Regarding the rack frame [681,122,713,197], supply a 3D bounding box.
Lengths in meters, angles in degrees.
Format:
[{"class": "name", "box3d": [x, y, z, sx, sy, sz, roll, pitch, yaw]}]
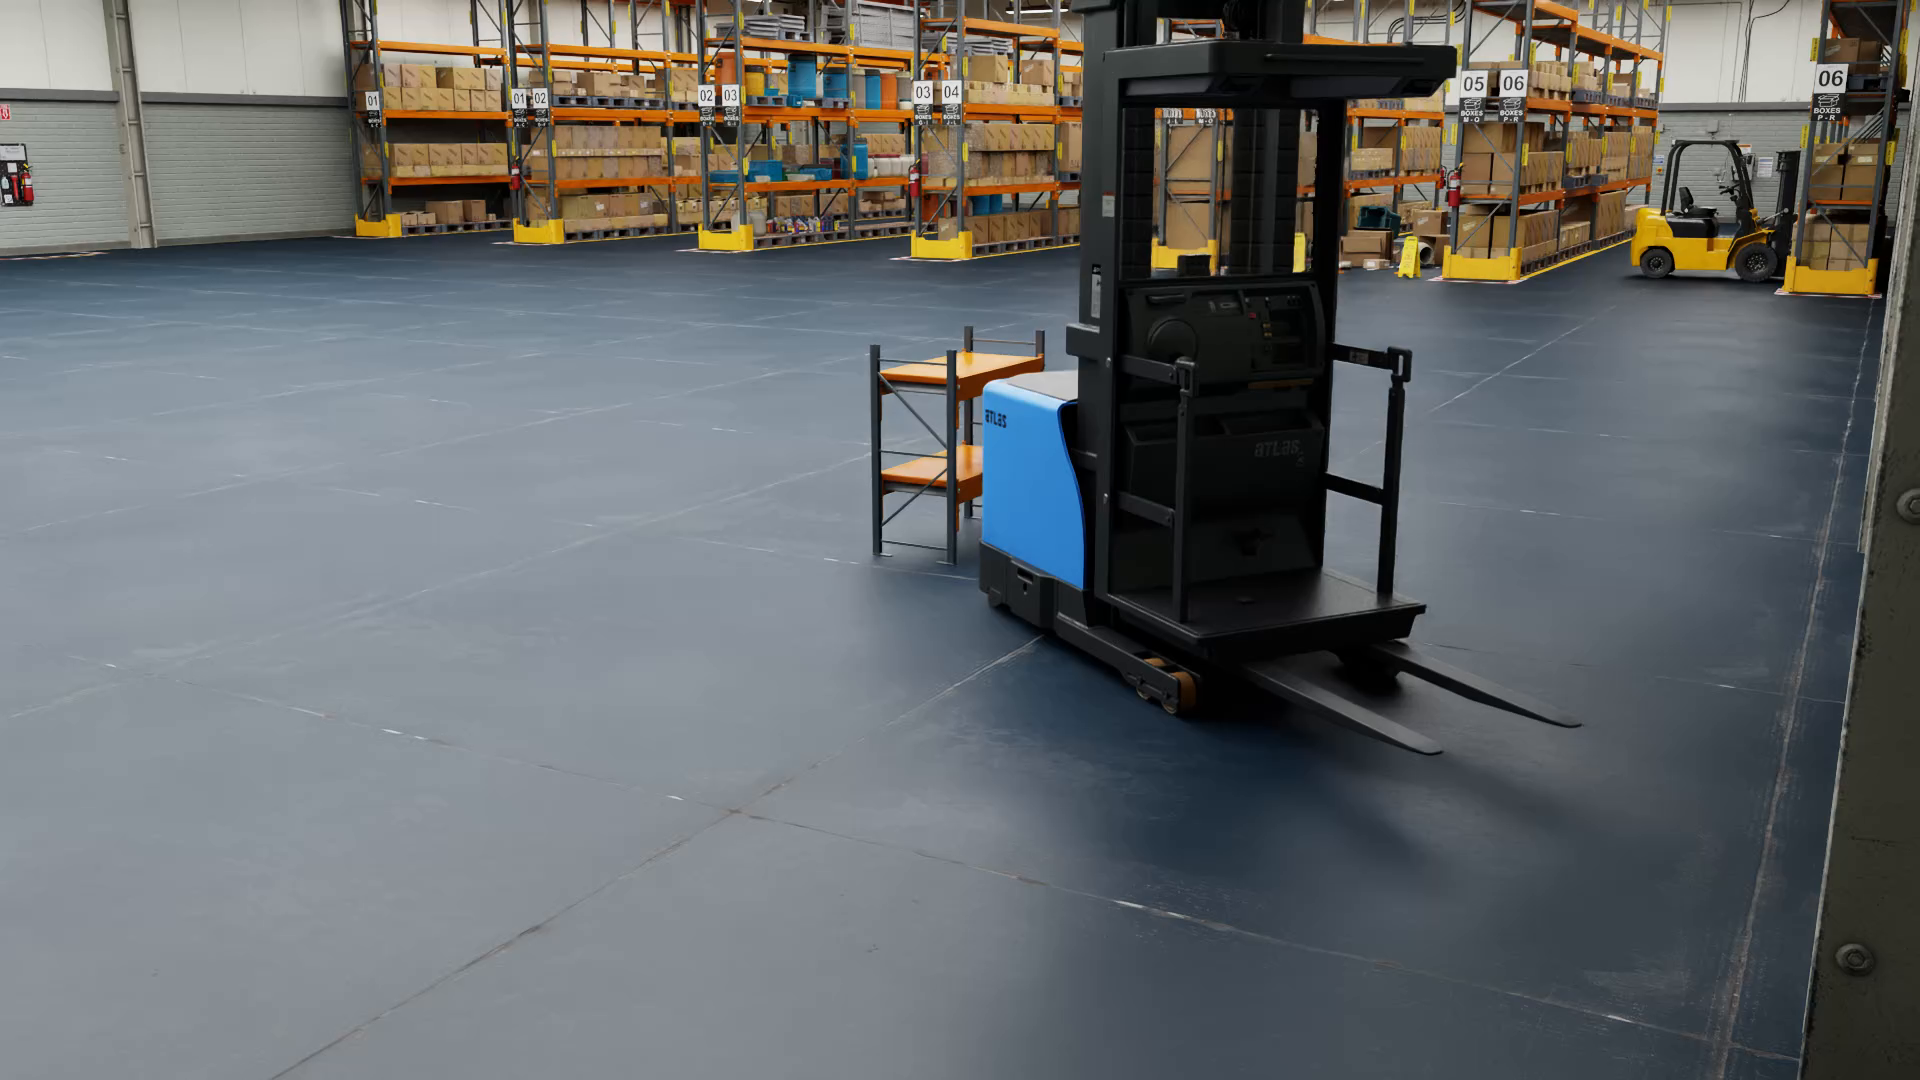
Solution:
[{"class": "rack frame", "box3d": [-7.591, -10.897, 48.028, 1.000, 3.000, 0.127, 7, 15, 28]}]

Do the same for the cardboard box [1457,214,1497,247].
[{"class": "cardboard box", "box3d": [8.450, -5.054, 27.165, 0.500, 0.500, 0.500, 7, 15, 28]}]

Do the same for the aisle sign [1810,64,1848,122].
[{"class": "aisle sign", "box3d": [12.349, -6.351, 23.623, 0.394, 0.787, 0.004, 7, 15, 28]}]

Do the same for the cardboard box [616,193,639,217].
[{"class": "cardboard box", "box3d": [-7.644, -7.603, 37.736, 0.500, 0.500, 0.500, 7, 15, 28]}]

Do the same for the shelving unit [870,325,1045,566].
[{"class": "shelving unit", "box3d": [0.003, -0.548, 9.102, 0.538, 1.125, 1.048, 7, 15, 28]}]

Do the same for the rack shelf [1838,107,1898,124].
[{"class": "rack shelf", "box3d": [17.472, -8.227, 32.088, 1.077, 0.370, 4.000, 7, 15, 28]}]

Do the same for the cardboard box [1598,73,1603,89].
[{"class": "cardboard box", "box3d": [13.412, -9.654, 35.361, 0.500, 0.500, 0.500, 7, 15, 27]}]

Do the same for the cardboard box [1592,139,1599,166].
[{"class": "cardboard box", "box3d": [11.942, -7.435, 31.925, 0.500, 0.500, 0.500, 7, 15, 27]}]

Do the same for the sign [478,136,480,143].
[{"class": "sign", "box3d": [-11.946, -9.881, 41.342, 0.100, 0.325, 0.005, 7, 15, 28]}]

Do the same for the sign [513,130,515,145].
[{"class": "sign", "box3d": [-9.522, -8.617, 35.594, 0.100, 0.325, 0.005, 7, 15, 28]}]

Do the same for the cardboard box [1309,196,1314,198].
[{"class": "cardboard box", "box3d": [7.877, -7.334, 36.085, 0.500, 0.250, 0.500, 7, 15, 27]}]

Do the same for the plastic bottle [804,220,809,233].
[{"class": "plastic bottle", "box3d": [-3.259, -6.669, 35.374, 0.097, 0.271, 0.097, 0, 14, 0]}]

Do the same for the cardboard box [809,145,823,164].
[{"class": "cardboard box", "box3d": [-4.053, -10.220, 44.110, 0.700, 0.500, 0.500, 3, 14, 14]}]

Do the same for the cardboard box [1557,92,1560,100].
[{"class": "cardboard box", "box3d": [10.038, -7.589, 28.443, 0.380, 0.149, 0.250, 8, 15, 29]}]

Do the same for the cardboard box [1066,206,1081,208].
[{"class": "cardboard box", "box3d": [2.652, -7.019, 36.338, 0.700, 0.500, 0.500, 9, 16, 33]}]

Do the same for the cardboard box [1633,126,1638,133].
[{"class": "cardboard box", "box3d": [14.842, -9.132, 36.975, 0.380, 0.149, 0.250, 7, 15, 28]}]

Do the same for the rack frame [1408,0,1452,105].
[{"class": "rack frame", "box3d": [11.644, -12.368, 41.328, 1.000, 3.000, 0.127, 7, 15, 28]}]

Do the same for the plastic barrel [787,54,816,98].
[{"class": "plastic barrel", "box3d": [-3.361, -9.847, 35.308, 0.600, 0.901, 0.708, 7, 15, 28]}]

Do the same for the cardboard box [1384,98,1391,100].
[{"class": "cardboard box", "box3d": [9.431, -10.276, 37.944, 0.700, 0.500, 0.500, 7, 15, 28]}]

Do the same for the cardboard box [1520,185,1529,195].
[{"class": "cardboard box", "box3d": [8.945, -5.651, 26.805, 0.380, 0.149, 0.250, 7, 15, 26]}]

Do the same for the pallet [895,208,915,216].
[{"class": "pallet", "box3d": [-1.741, -9.622, 48.690, 1.003, 0.211, 1.213, 7, 15, 28]}]

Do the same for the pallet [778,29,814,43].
[{"class": "pallet", "box3d": [-3.749, -10.340, 34.173, 1.003, 0.211, 1.213, 7, 15, 28]}]

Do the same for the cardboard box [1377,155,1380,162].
[{"class": "cardboard box", "box3d": [9.187, -8.539, 37.251, 0.380, 0.149, 0.250, 6, 15, 25]}]

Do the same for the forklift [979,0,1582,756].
[{"class": "forklift", "box3d": [1.176, -0.867, 6.570, 1.130, 2.935, 3.031, -6, 15, -25]}]

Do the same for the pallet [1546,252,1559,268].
[{"class": "pallet", "box3d": [9.931, -4.952, 29.318, 1.003, 0.211, 1.213, 7, 15, 28]}]

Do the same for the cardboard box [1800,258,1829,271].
[{"class": "cardboard box", "box3d": [12.589, -4.067, 24.667, 0.500, 0.250, 0.500, 7, 15, 28]}]

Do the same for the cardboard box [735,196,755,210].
[{"class": "cardboard box", "box3d": [-5.470, -8.413, 41.500, 0.500, 0.311, 0.500, 7, 15, 27]}]

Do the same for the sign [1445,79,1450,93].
[{"class": "sign", "box3d": [12.120, -11.273, 41.298, 0.100, 0.325, 0.005, 7, 15, 28]}]

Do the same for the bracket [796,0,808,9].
[{"class": "bracket", "box3d": [-4.999, -16.910, 52.491, 0.235, 0.232, 0.430, 7, 15, 28]}]

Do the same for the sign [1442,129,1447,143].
[{"class": "sign", "box3d": [12.120, -10.101, 41.581, 0.100, 0.325, 0.005, 7, 15, 28]}]

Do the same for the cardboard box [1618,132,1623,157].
[{"class": "cardboard box", "box3d": [13.590, -8.296, 34.894, 0.500, 0.500, 0.500, 8, 16, 30]}]

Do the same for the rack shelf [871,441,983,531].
[{"class": "rack shelf", "box3d": [0.003, -0.311, 9.160, 0.538, 0.278, 1.000, 7, 15, 28]}]

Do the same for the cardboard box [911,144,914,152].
[{"class": "cardboard box", "box3d": [-1.537, -11.466, 48.040, 0.500, 0.500, 0.500, 8, 16, 30]}]

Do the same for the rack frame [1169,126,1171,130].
[{"class": "rack frame", "box3d": [5.417, -9.213, 41.044, 1.000, 3.000, 0.127, 7, 15, 28]}]

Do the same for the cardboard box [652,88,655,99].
[{"class": "cardboard box", "box3d": [-8.624, -12.233, 46.016, 0.700, 0.500, 0.500, 7, 15, 28]}]

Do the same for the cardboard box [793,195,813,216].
[{"class": "cardboard box", "box3d": [-4.221, -8.786, 43.666, 0.500, 0.500, 0.500, 7, 15, 27]}]

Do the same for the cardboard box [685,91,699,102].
[{"class": "cardboard box", "box3d": [-6.551, -10.523, 39.500, 0.500, 0.250, 0.500, 6, 15, 23]}]

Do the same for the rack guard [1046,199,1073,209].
[{"class": "rack guard", "box3d": [3.015, -9.386, 47.096, 1.175, 0.500, 0.348, 7, 15, 28]}]

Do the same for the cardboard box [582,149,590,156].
[{"class": "cardboard box", "box3d": [-8.305, -8.452, 36.287, 0.380, 0.149, 0.250, 7, 15, 27]}]

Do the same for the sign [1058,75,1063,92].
[{"class": "sign", "box3d": [2.028, -9.222, 33.576, 0.100, 0.325, 0.005, 7, 15, 28]}]

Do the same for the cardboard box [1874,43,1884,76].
[{"class": "cardboard box", "box3d": [13.538, -7.261, 25.217, 0.797, 0.503, 0.637, 8, 16, 30]}]

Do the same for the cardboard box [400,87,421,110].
[{"class": "cardboard box", "box3d": [-12.721, -10.098, 38.058, 0.500, 0.500, 0.500, 9, 16, 32]}]

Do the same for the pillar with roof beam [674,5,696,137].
[{"class": "pillar with roof beam", "box3d": [-4.242, -13.567, 46.304, 9.100, 9.000, 0.548, 7, 15, 28]}]

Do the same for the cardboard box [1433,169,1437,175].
[{"class": "cardboard box", "box3d": [11.734, -9.230, 41.651, 0.380, 0.149, 0.250, 7, 15, 28]}]

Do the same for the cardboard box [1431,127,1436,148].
[{"class": "cardboard box", "box3d": [11.395, -9.905, 40.930, 0.500, 0.500, 0.500, 7, 15, 26]}]

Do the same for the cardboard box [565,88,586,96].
[{"class": "cardboard box", "box3d": [-8.331, -9.704, 36.022, 0.380, 0.149, 0.250, 7, 15, 28]}]

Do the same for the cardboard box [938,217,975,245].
[{"class": "cardboard box", "box3d": [-0.068, -5.867, 31.600, 0.500, 0.500, 0.500, 11, 17, 38]}]

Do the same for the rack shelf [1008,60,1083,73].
[{"class": "rack shelf", "box3d": [2.048, -12.557, 44.502, 1.077, 0.370, 4.000, 7, 15, 28]}]

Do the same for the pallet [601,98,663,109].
[{"class": "pallet", "box3d": [-7.510, -9.932, 37.816, 1.003, 0.211, 1.213, 7, 15, 28]}]

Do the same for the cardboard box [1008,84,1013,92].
[{"class": "cardboard box", "box3d": [0.805, -8.735, 32.131, 0.380, 0.149, 0.250, 7, 15, 26]}]

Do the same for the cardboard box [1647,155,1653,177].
[{"class": "cardboard box", "box3d": [16.024, -8.831, 39.245, 0.500, 0.500, 0.500, 7, 15, 28]}]

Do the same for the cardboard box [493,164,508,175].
[{"class": "cardboard box", "box3d": [-11.422, -9.061, 40.690, 0.500, 0.250, 0.500, 7, 15, 28]}]

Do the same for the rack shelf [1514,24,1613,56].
[{"class": "rack shelf", "box3d": [11.192, -9.232, 30.709, 1.077, 0.370, 4.000, 7, 15, 28]}]

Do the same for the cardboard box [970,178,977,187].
[{"class": "cardboard box", "box3d": [0.100, -6.710, 31.196, 0.380, 0.149, 0.250, 7, 15, 28]}]

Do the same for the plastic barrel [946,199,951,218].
[{"class": "plastic barrel", "box3d": [-0.436, -8.177, 41.157, 0.421, 0.512, 0.421, 0, 14, 0]}]
